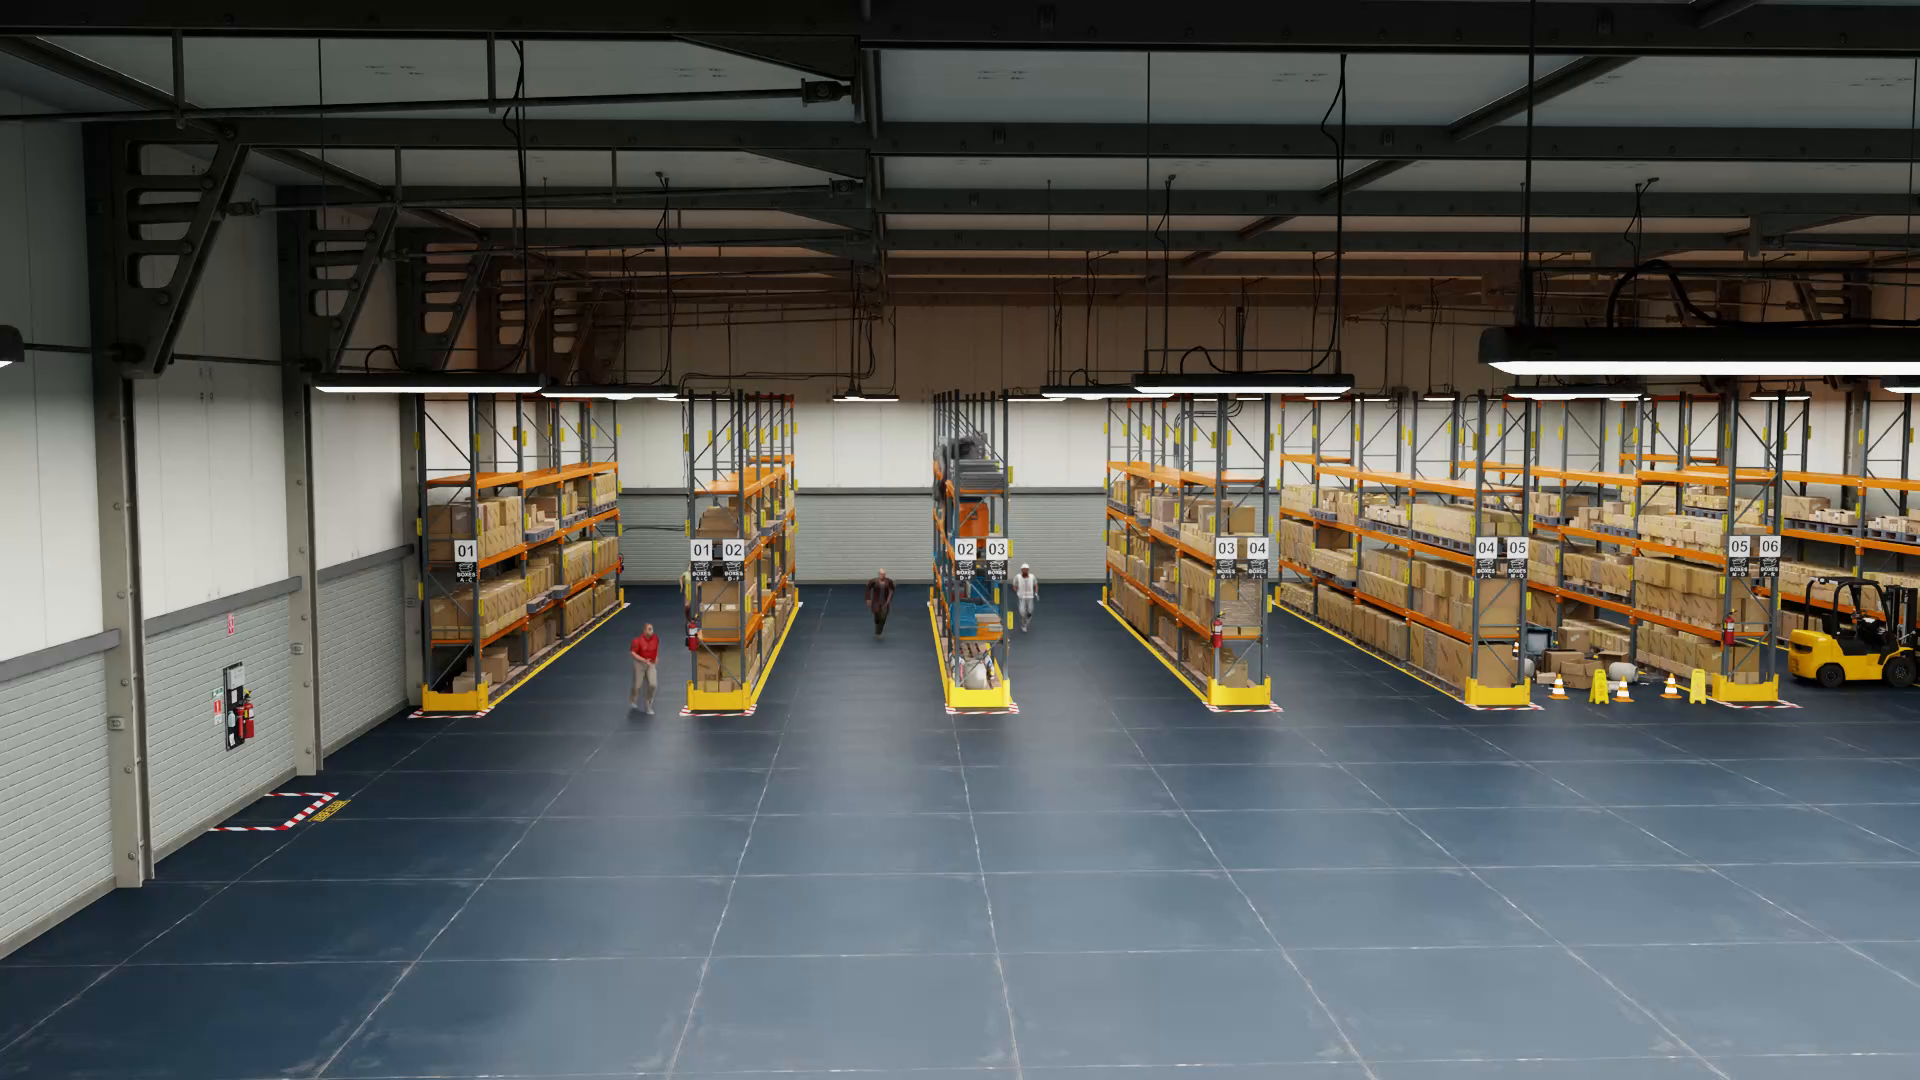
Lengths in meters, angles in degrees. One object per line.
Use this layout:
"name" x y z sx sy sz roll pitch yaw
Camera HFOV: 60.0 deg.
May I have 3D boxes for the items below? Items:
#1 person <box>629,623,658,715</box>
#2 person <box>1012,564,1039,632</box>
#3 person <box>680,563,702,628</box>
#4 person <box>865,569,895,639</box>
"person" -5.855 2.389 30.894 0.645 1.747 0.896 -3 5 -31
"person" 1.647 1.453 41.827 0.674 1.724 0.635 -1 5 -7
"person" -6.923 1.402 42.768 0.562 1.688 0.688 -1 5 -9
"person" -1.957 1.551 40.765 0.714 1.712 0.709 -1 5 -14
